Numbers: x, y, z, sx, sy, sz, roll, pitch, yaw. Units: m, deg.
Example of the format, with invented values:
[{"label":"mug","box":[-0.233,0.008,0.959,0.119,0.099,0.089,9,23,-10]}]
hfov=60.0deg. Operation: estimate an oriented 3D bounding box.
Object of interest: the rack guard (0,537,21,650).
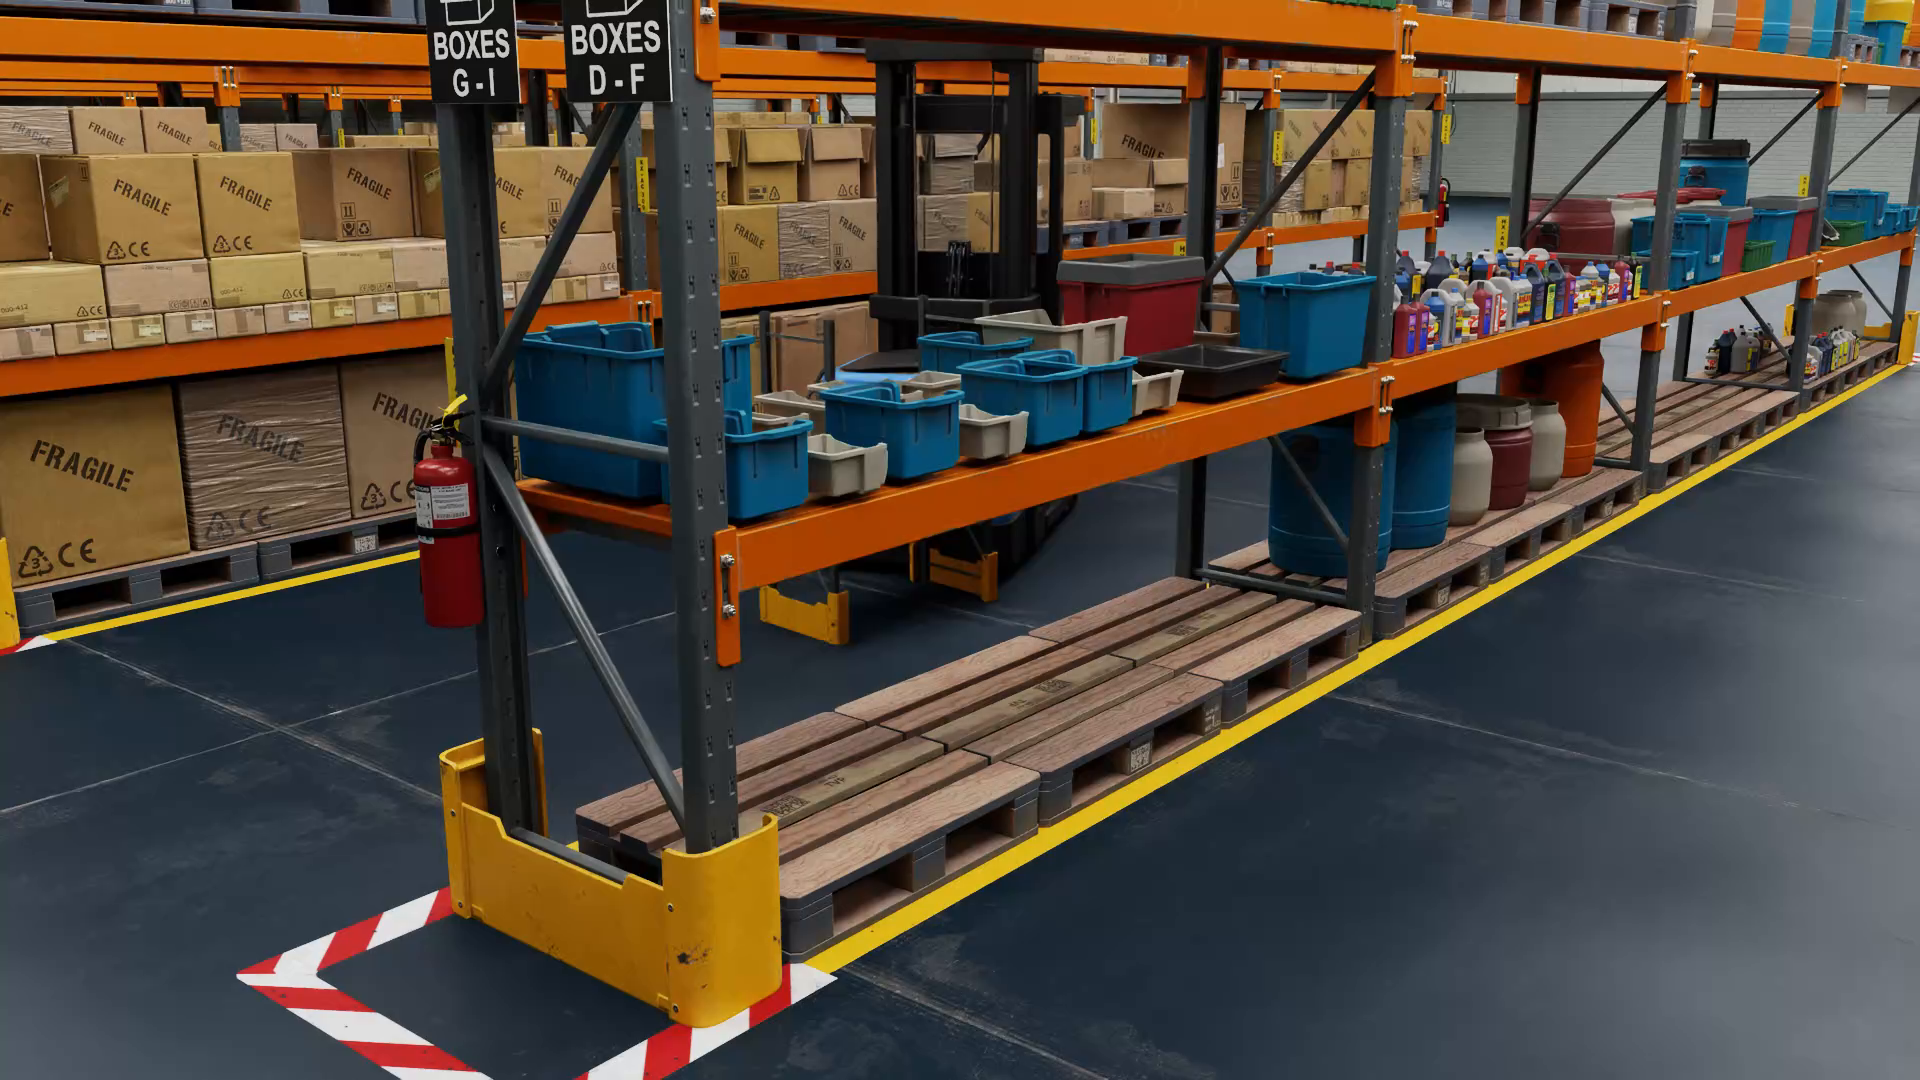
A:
[{"label":"rack guard","box":[-4.900,0.183,7.885,1.175,0.500,0.348,11,18,38]}]

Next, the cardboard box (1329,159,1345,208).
[{"label":"cardboard box","box":[3.566,-3.802,17.688,0.875,0.500,0.500,11,18,38]}]

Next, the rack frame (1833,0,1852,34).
[{"label":"rack frame","box":[6.510,-5.472,12.886,1.000,3.000,0.127,11,18,38]}]

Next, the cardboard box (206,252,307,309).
[{"label":"cardboard box","box":[-3.733,-1.351,8.547,0.500,0.250,0.500,11,18,36]}]

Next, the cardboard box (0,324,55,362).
[{"label":"cardboard box","box":[-4.405,-0.928,7.693,0.380,0.149,0.250,12,18,38]}]

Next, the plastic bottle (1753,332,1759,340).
[{"label":"plastic bottle","box":[7.110,-1.717,14.911,0.061,0.283,0.133,11,18,38]}]

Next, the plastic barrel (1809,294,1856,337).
[{"label":"plastic barrel","box":[8.355,-2.094,15.974,0.421,0.512,0.421,0,14,0]}]

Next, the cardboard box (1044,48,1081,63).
[{"label":"cardboard box","box":[0.637,-3.996,13.475,0.500,0.250,0.500,12,18,39]}]

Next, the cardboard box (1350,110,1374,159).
[{"label":"cardboard box","box":[4.071,-4.344,17.793,0.500,0.500,0.500,11,18,38]}]

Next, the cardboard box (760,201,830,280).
[{"label":"cardboard box","box":[-1.257,-2.089,11.550,0.500,0.500,0.500,11,18,36]}]

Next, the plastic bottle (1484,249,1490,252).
[{"label":"plastic bottle","box":[3.230,-1.653,10.275,0.061,0.283,0.133,11,18,38]}]

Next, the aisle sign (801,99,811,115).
[{"label":"aisle sign","box":[-2.272,-6.857,25.244,0.394,0.787,0.004,11,18,38]}]

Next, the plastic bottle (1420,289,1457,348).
[{"label":"plastic bottle","box":[2.299,-1.072,8.002,0.152,0.276,0.135,11,18,38]}]

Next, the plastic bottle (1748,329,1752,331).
[{"label":"plastic bottle","box":[7.236,-1.799,15.259,0.097,0.271,0.097,0,14,0]}]

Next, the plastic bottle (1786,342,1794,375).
[{"label":"plastic bottle","box":[7.228,-1.606,14.340,0.144,0.351,0.185,11,18,38]}]

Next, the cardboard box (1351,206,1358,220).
[{"label":"cardboard box","box":[4.081,-3.548,18.007,0.380,0.149,0.250,11,18,38]}]

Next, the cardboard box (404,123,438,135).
[{"label":"cardboard box","box":[-6.756,-5.166,20.888,0.380,0.149,0.250,10,17,35]}]

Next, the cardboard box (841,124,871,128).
[{"label":"cardboard box","box":[-1.445,-4.555,19.226,0.700,0.500,0.500,11,18,37]}]

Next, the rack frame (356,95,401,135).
[{"label":"rack frame","box":[-8.914,-5.632,25.700,1.000,3.000,0.127,11,18,38]}]

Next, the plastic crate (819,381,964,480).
[{"label":"plastic crate","box":[-0.207,-0.337,5.074,0.416,0.233,0.300,11,18,38]}]

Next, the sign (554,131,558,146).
[{"label":"sign","box":[-4.085,-3.998,16.917,0.100,0.325,0.005,11,18,38]}]

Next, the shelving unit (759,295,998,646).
[{"label":"shelving unit","box":[-0.391,-0.379,8.068,0.587,1.500,1.083,14,20,43]}]

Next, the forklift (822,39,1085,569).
[{"label":"forklift","box":[0.115,-1.583,9.902,1.130,2.935,3.031,4,15,14]}]

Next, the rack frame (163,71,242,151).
[{"label":"rack frame","box":[-6.165,-2.586,13.709,1.000,3.000,0.127,11,18,38]}]

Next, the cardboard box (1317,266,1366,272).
[{"label":"cardboard box","box":[4.417,-2.852,18.981,0.500,0.500,0.500,-10,17,-35]}]

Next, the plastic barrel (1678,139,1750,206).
[{"label":"plastic barrel","box":[6.031,-2.780,13.456,0.600,0.901,0.708,11,18,38]}]

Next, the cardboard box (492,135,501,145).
[{"label":"cardboard box","box":[-6.131,-4.843,20.935,0.500,0.500,0.500,10,18,35]}]

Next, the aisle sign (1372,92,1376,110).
[{"label":"aisle sign","box":[4.977,-5.415,19.567,0.394,0.787,0.004,11,18,38]}]

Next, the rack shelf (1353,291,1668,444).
[{"label":"rack shelf","box":[2.739,-1.067,9.190,1.077,0.370,4.000,11,18,38]}]

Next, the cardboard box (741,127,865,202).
[{"label":"cardboard box","box":[-1.157,-2.708,11.950,0.797,0.503,0.637,12,19,39]}]

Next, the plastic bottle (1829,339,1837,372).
[{"label":"plastic bottle","box":[7.595,-1.613,14.502,0.061,0.283,0.133,12,19,40]}]

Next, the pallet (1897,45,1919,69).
[{"label":"pallet","box":[8.428,-4.549,15.730,1.003,0.211,1.213,11,18,38]}]

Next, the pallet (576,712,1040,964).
[{"label":"pallet","box":[-0.484,0.933,5.520,1.003,0.211,1.213,11,18,38]}]

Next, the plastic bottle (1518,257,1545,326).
[{"label":"plastic bottle","box":[3.023,-1.327,8.855,0.144,0.351,0.185,11,18,38]}]

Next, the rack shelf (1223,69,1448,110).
[{"label":"rack shelf","box":[3.914,-4.819,17.869,1.077,0.370,4.000,11,18,38]}]

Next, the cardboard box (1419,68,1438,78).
[{"label":"cardboard box","box":[5.066,-5.346,18.788,0.500,0.250,0.500,12,18,39]}]

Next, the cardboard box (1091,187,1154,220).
[{"label":"cardboard box","box":[1.376,-2.981,14.717,0.500,0.250,0.500,11,18,36]}]

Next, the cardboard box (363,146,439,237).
[{"label":"cardboard box","box":[-3.186,-2.088,9.929,0.500,0.500,0.500,11,18,38]}]

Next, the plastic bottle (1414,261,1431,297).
[{"label":"plastic bottle","box":[2.601,-1.440,9.450,0.152,0.276,0.135,11,18,38]}]

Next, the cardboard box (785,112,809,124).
[{"label":"cardboard box","box":[-2.688,-6.176,25.004,0.700,0.500,0.500,11,18,36]}]

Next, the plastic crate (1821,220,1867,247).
[{"label":"plastic crate","box":[7.582,-2.678,14.502,0.450,0.188,0.662,11,18,38]}]

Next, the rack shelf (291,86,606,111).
[{"label":"rack shelf","box":[-6.308,-5.586,20.890,1.077,0.370,4.000,11,18,38]}]

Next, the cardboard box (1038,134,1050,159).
[{"label":"cardboard box","box":[0.840,-5.295,21.877,0.875,0.550,0.550,11,18,38]}]

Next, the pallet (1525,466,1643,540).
[{"label":"pallet","box":[3.533,-0.289,10.333,1.003,0.211,1.213,11,18,38]}]

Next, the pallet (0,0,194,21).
[{"label":"pallet","box":[-4.427,-2.587,7.803,1.003,0.211,1.213,11,18,38]}]

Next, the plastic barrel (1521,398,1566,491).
[{"label":"plastic barrel","box":[3.416,-0.578,10.005,0.421,0.512,0.421,0,14,0]}]

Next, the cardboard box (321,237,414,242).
[{"label":"cardboard box","box":[-3.507,-1.626,9.633,0.500,0.250,0.500,12,18,39]}]

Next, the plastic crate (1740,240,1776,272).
[{"label":"plastic crate","box":[5.635,-2.084,12.166,0.450,0.188,0.662,11,18,38]}]

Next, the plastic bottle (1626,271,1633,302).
[{"label":"plastic bottle","box":[3.987,-1.539,9.993,0.097,0.201,0.097,0,14,0]}]

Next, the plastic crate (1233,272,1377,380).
[{"label":"plastic crate","box":[1.454,-0.911,7.029,0.392,0.384,0.575,11,18,38]}]

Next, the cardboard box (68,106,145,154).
[{"label":"cardboard box","box":[-6.571,-3.031,12.625,0.500,0.500,0.500,11,18,36]}]

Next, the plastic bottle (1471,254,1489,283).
[{"label":"plastic bottle","box":[3.135,-1.587,10.039,0.097,0.271,0.097,0,14,0]}]

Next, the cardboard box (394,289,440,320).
[{"label":"cardboard box","box":[-3.115,-1.322,9.244,0.380,0.149,0.250,11,18,37]}]

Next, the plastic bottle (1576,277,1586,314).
[{"label":"plastic bottle","box":[3.474,-1.383,9.379,0.097,0.201,0.097,0,14,0]}]
